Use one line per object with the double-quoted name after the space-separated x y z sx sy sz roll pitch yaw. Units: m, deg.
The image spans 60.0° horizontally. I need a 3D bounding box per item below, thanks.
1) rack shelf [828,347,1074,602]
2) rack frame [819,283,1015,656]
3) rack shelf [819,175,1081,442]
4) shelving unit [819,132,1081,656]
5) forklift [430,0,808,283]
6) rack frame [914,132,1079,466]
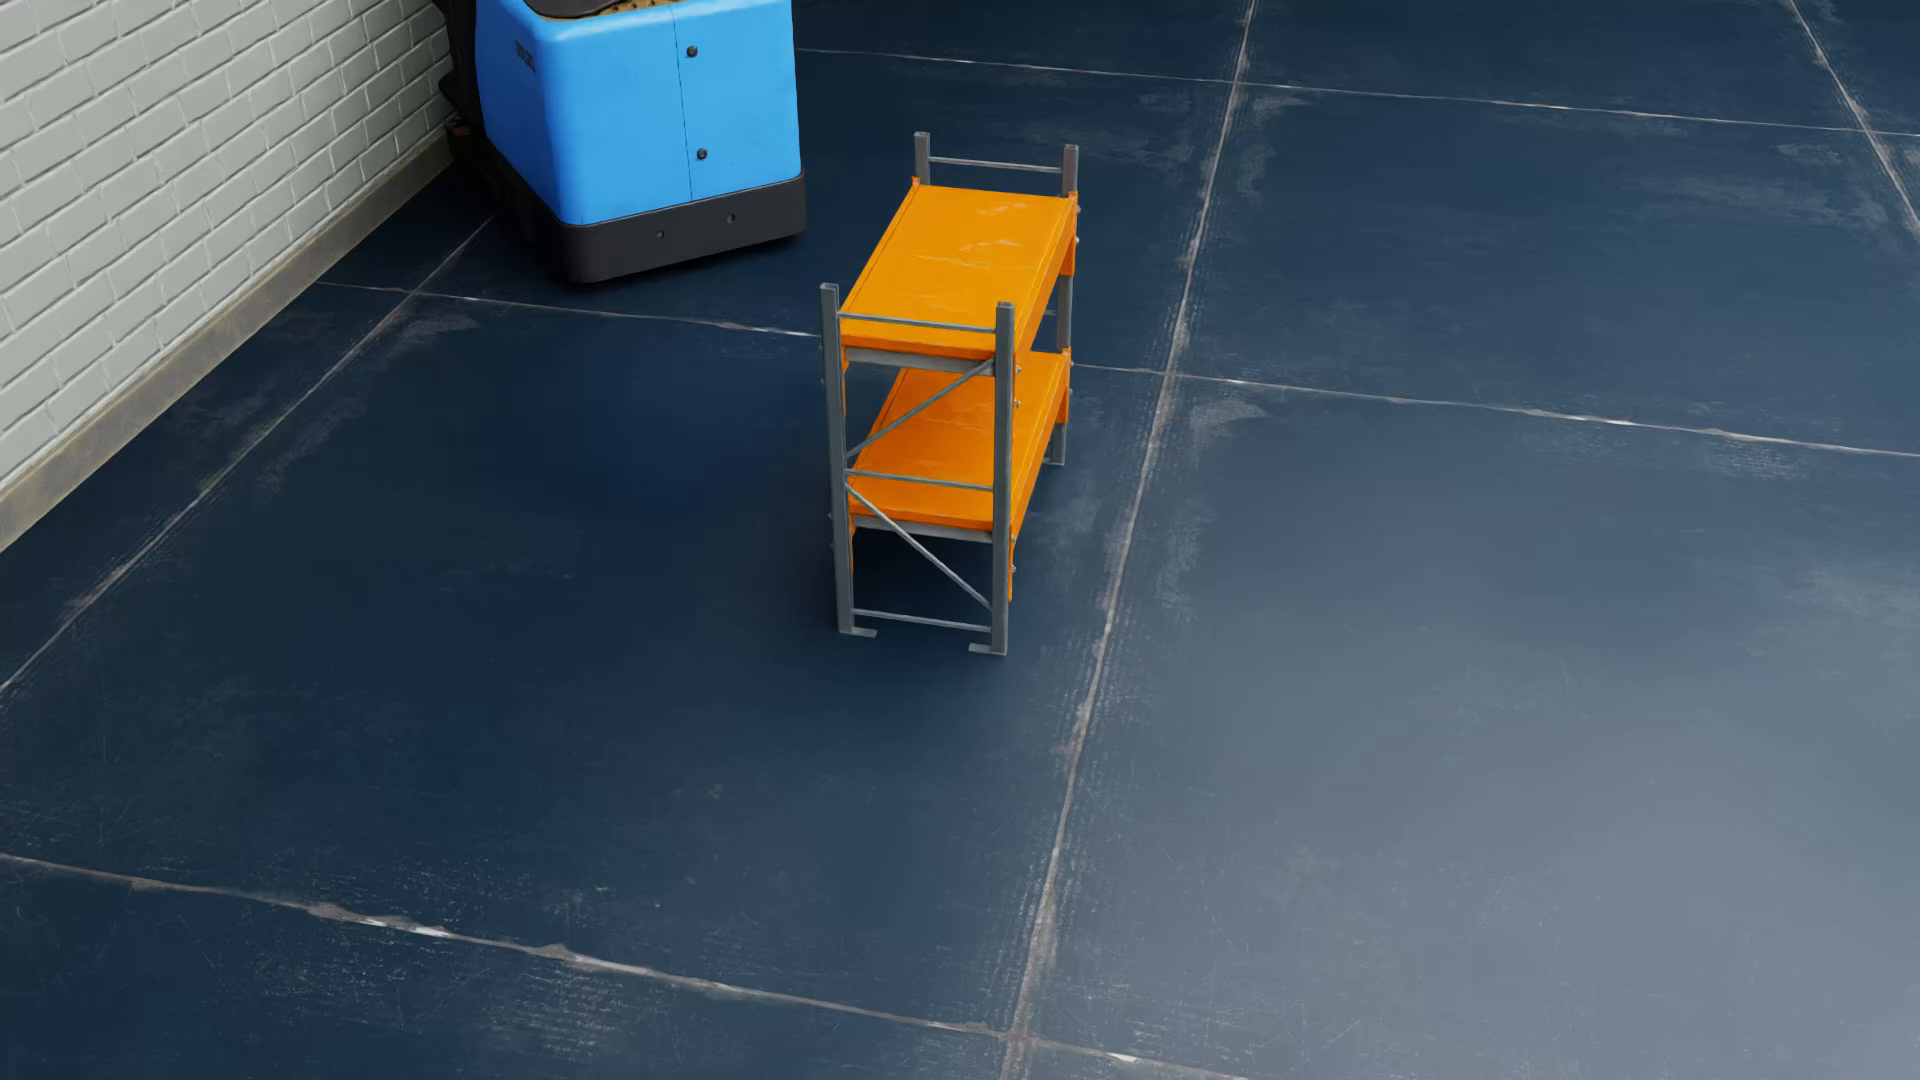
-0.001 -0.254 5.058 0.538 0.278 1.000 7 37 10 "rack shelf"
-0.110 -0.160 4.512 0.500 1.125 0.032 7 37 10 "rack frame"
-0.001 -0.689 4.743 0.538 0.278 1.000 7 37 10 "rack shelf"
-0.001 -0.452 4.915 0.538 1.125 1.048 7 37 10 "shelving unit"
-1.802 -3.036 6.942 1.130 2.935 3.031 -19 40 -24 "forklift"
0.107 -0.743 5.317 0.500 1.125 0.032 7 37 10 "rack frame"
